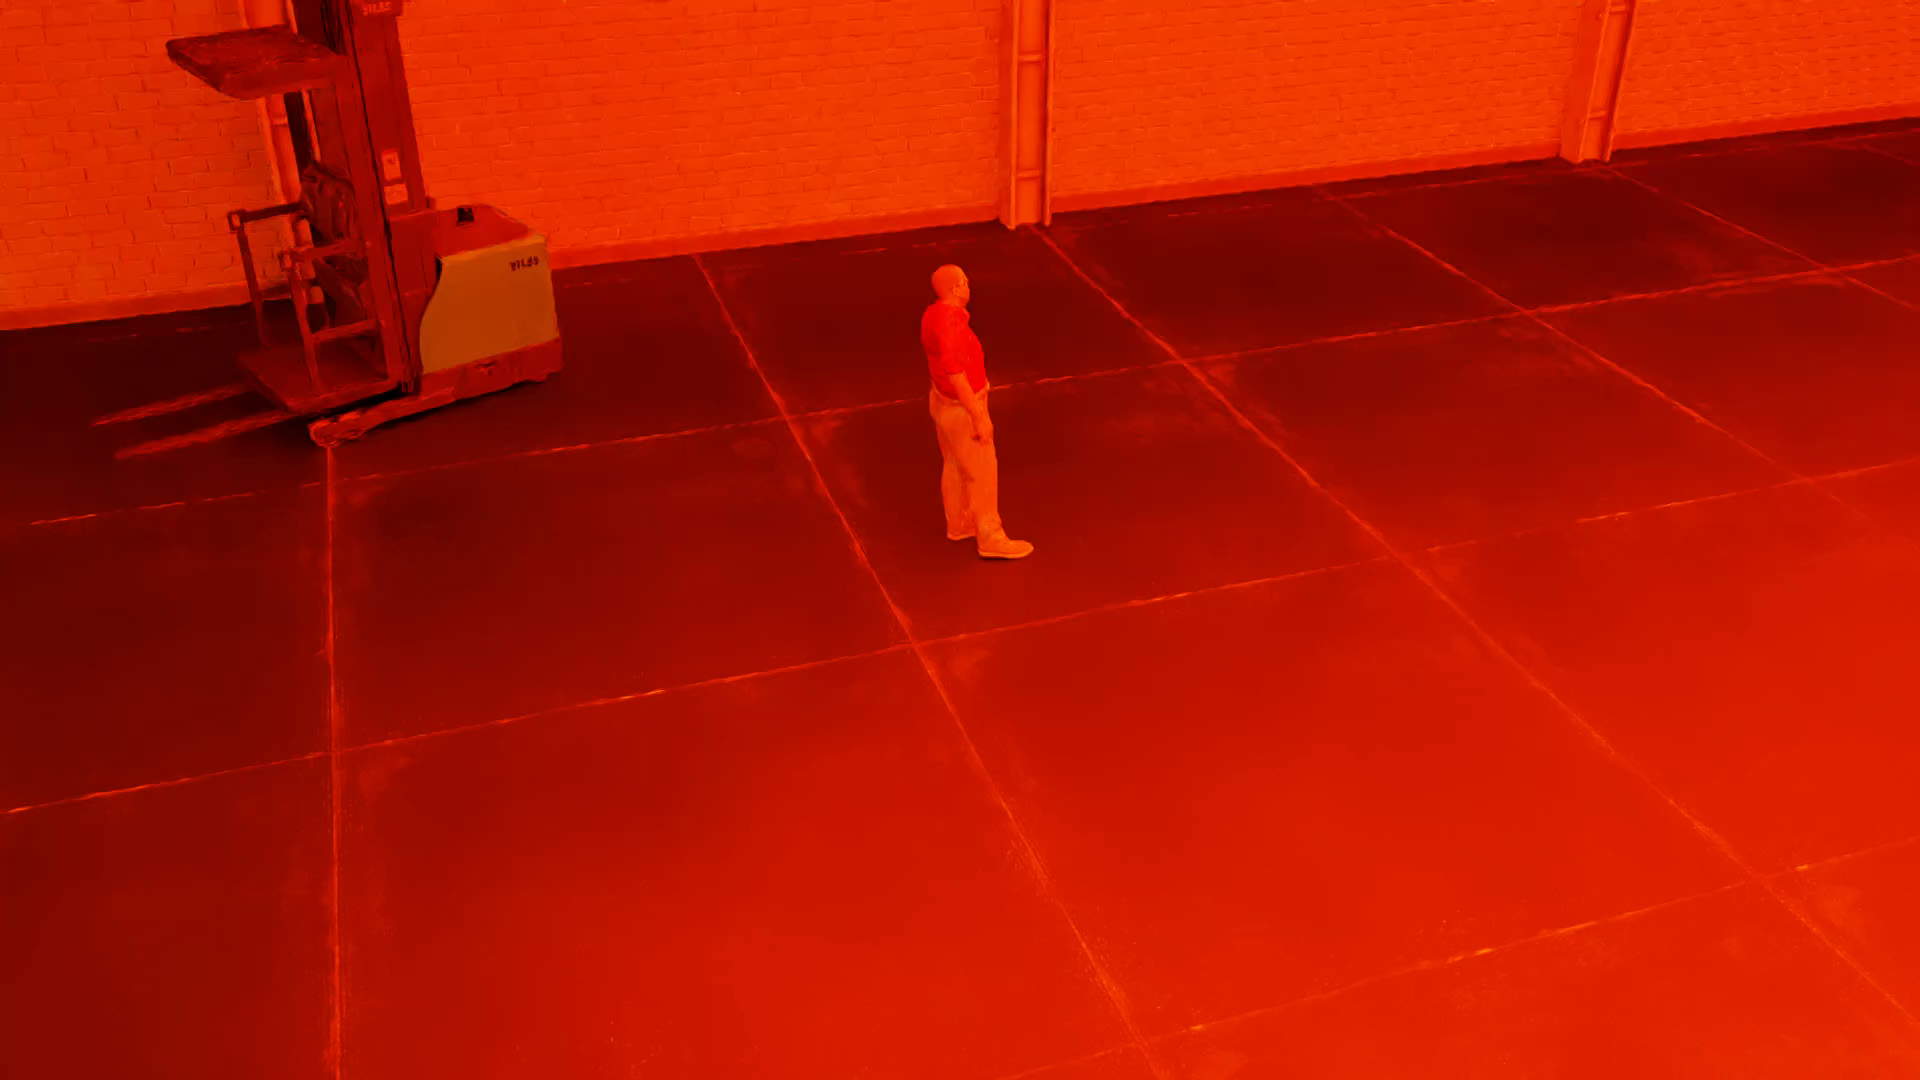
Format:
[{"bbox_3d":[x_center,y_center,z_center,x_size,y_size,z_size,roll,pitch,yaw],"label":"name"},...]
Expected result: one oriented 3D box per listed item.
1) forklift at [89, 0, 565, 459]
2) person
[{"bbox_3d":[-4.338,-2.194,10.901,3.031,2.935,1.130,-22,36,-33],"label":"forklift"},{"bbox_3d":[0.089,-0.764,9.606,0.550,1.726,0.640,-10,31,-16],"label":"person"}]
